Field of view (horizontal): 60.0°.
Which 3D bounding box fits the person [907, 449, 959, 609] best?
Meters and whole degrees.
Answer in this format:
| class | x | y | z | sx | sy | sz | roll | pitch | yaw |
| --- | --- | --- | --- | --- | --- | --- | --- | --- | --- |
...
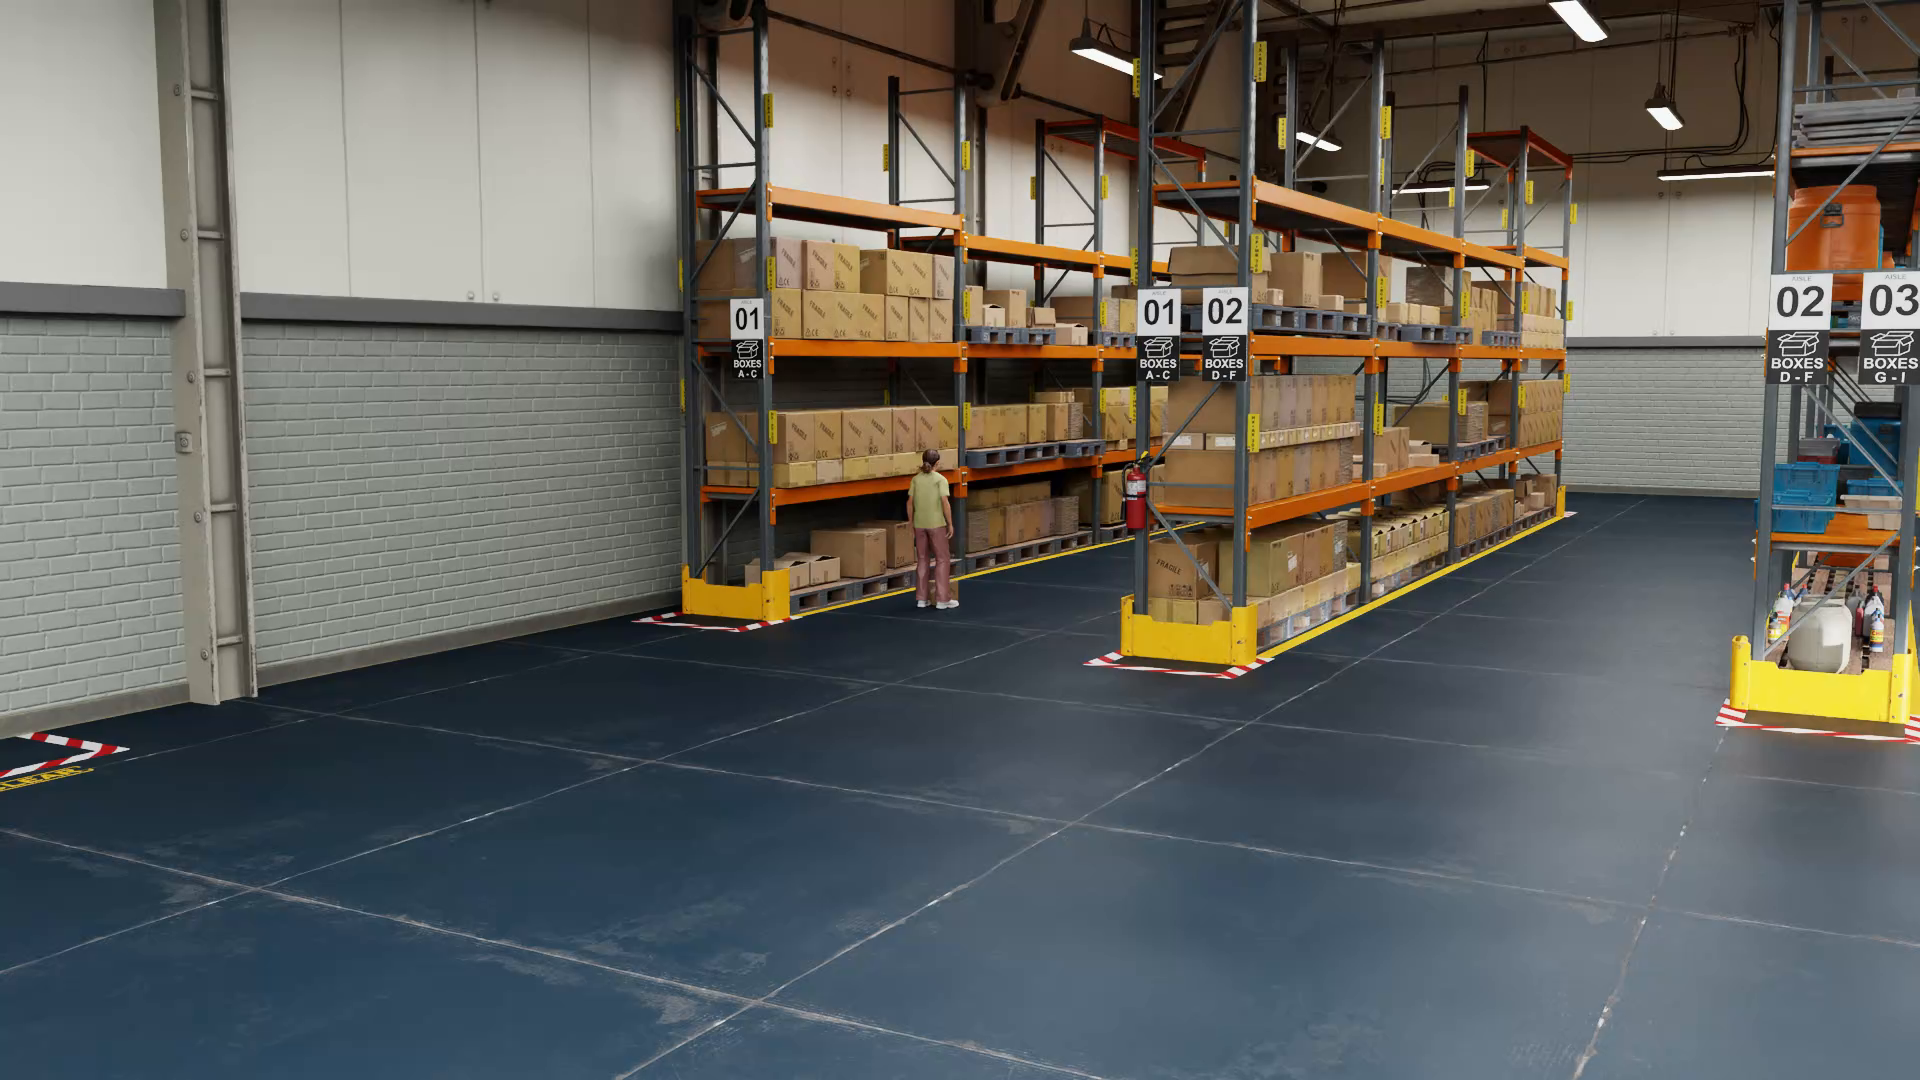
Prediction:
| class | x | y | z | sx | sy | sz | roll | pitch | yaw |
| --- | --- | --- | --- | --- | --- | --- | --- | --- | --- |
| person | -0.302 | -0.124 | 17.511 | 0.517 | 1.673 | 0.357 | 3 | 7 | 26 |
